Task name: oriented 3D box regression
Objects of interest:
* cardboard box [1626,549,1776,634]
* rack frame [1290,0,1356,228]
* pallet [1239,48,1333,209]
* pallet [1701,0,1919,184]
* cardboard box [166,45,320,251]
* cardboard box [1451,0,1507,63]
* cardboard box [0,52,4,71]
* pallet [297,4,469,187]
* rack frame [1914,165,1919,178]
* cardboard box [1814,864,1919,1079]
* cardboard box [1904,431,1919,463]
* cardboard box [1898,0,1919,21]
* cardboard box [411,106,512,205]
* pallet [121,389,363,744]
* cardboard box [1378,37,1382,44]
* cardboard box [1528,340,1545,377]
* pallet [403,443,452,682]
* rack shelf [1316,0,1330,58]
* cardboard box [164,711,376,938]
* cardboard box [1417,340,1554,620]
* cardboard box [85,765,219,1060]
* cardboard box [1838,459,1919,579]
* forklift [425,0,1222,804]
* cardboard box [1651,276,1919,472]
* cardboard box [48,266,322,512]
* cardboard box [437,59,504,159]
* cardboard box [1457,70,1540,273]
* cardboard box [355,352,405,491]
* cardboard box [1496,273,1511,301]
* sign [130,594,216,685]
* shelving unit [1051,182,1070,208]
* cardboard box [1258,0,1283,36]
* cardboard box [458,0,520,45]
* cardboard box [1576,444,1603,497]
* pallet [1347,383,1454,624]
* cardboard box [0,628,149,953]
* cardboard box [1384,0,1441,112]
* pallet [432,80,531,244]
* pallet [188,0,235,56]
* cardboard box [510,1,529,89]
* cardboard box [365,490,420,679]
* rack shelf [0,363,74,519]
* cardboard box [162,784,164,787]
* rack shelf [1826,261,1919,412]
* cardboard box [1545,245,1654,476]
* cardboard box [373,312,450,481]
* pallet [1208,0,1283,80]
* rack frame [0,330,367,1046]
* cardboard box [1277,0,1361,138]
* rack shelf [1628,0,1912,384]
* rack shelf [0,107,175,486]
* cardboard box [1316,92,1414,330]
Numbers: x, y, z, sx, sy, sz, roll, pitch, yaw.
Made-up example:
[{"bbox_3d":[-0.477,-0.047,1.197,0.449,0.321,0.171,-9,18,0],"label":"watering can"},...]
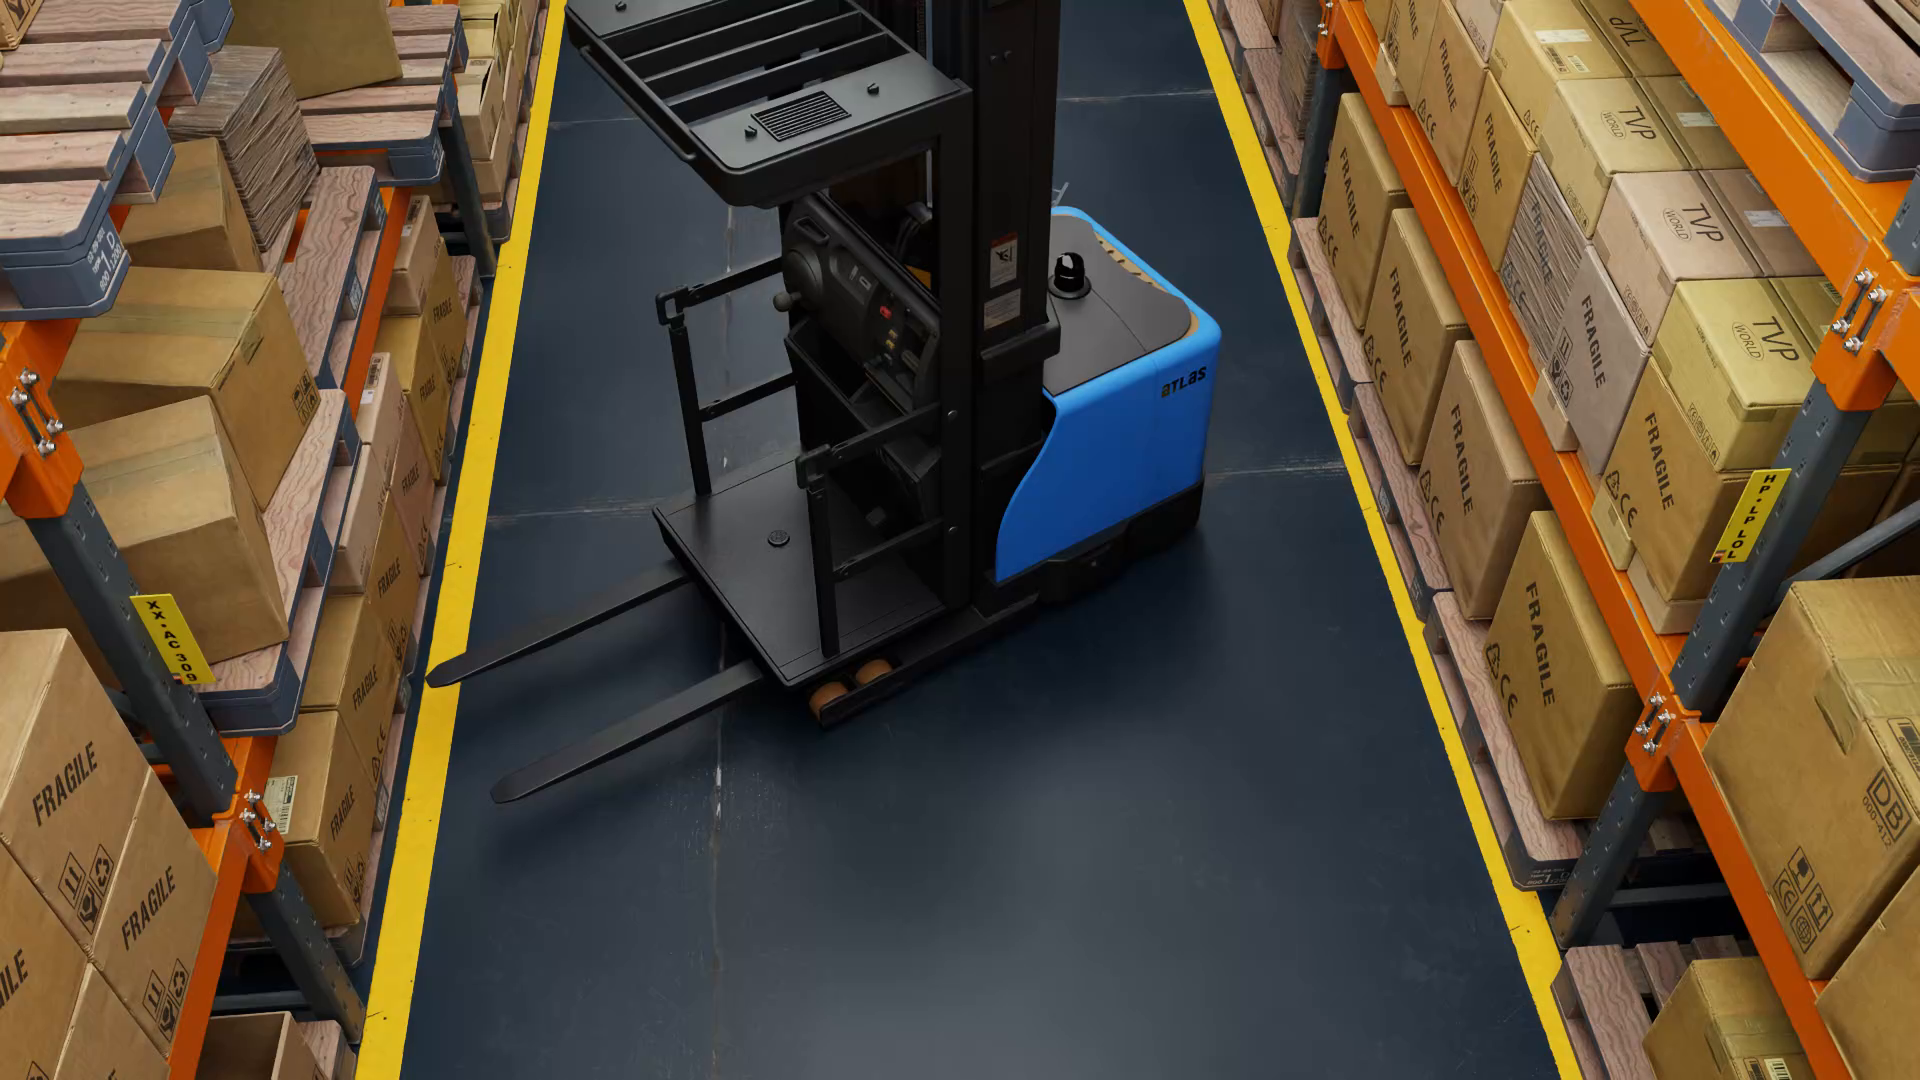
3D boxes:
[{"bbox_3d":[2.194,0.127,4.860,0.380,0.149,0.250,-3,47,-3],"label":"cardboard box"},{"bbox_3d":[2.170,-2.620,7.301,1.000,3.000,0.127,-3,47,-3],"label":"rack frame"},{"bbox_3d":[2.106,-2.226,8.849,1.003,0.211,1.213,-3,47,-3],"label":"pallet"},{"bbox_3d":[2.379,-1.352,4.166,0.805,0.209,1.217,-5,47,-5],"label":"pallet"},{"bbox_3d":[-2.715,-1.372,5.762,0.700,0.500,0.500,4,47,4],"label":"cardboard box"},{"bbox_3d":[2.042,-1.927,5.841,0.500,0.250,0.500,-3,47,-3],"label":"cardboard box"},{"bbox_3d":[-2.400,-1.035,3.308,0.600,0.600,0.600,-8,47,-7],"label":"cardboard box"},{"bbox_3d":[-2.640,-1.764,6.623,1.213,0.211,1.003,-3,47,-3],"label":"pallet"},{"bbox_3d":[2.505,-1.788,2.382,1.000,3.000,0.127,-3,47,-3],"label":"rack frame"},{"bbox_3d":[2.589,1.093,3.579,0.980,0.700,0.700,-5,47,-4],"label":"cardboard box"},{"bbox_3d":[2.726,-0.476,4.467,0.500,0.250,0.500,-2,47,-2],"label":"cardboard box"},{"bbox_3d":[2.540,-1.586,3.885,0.700,0.500,0.500,-6,47,-5],"label":"cardboard box"},{"bbox_3d":[-2.517,-1.911,8.235,0.500,0.250,0.500,-4,47,-3],"label":"cardboard box"},{"bbox_3d":[-2.389,0.059,4.896,1.003,0.211,1.213,-3,47,-3],"label":"pallet"},{"bbox_3d":[1.979,-2.105,6.973,0.380,0.149,0.250,-3,47,-3],"label":"cardboard box"},{"bbox_3d":[2.138,-0.613,5.561,0.380,0.149,0.250,-3,47,-3],"label":"cardboard box"},{"bbox_3d":[-2.642,0.066,6.678,1.003,0.211,1.213,-3,47,-3],"label":"pallet"},{"bbox_3d":[2.002,-3.819,8.933,1.077,0.370,4.000,-3,47,-3],"label":"rack shelf"},{"bbox_3d":[-2.229,0.922,5.366,0.500,0.500,0.500,-5,47,-5],"label":"cardboard box"},{"bbox_3d":[2.243,-0.236,6.235,0.750,0.750,0.750,-2,47,-2],"label":"cardboard box"},{"bbox_3d":[-2.134,0.890,3.909,0.500,0.500,0.500,-3,47,-3],"label":"cardboard box"},{"bbox_3d":[2.717,-0.217,4.739,0.500,0.500,0.500,-5,47,-5],"label":"cardboard box"},{"bbox_3d":[-0.520,-0.757,5.585,3.031,2.935,1.130,-26,52,-22],"label":"forklift"},{"bbox_3d":[2.211,-0.449,4.442,0.500,0.250,0.500,-2,47,-2],"label":"cardboard box"},{"bbox_3d":[-2.369,-0.451,4.889,0.700,0.500,0.500,3,47,3],"label":"cardboard box"},{"bbox_3d":[-2.517,-2.104,8.032,0.500,0.311,0.500,-2,47,-2],"label":"cardboard box"},{"bbox_3d":[2.082,-1.281,5.747,0.500,0.500,0.500,-2,47,-2],"label":"cardboard box"},{"bbox_3d":[-2.355,-0.423,6.123,0.500,0.250,0.500,-4,47,-4],"label":"cardboard box"},{"bbox_3d":[2.121,-0.988,5.916,0.380,0.149,0.250,-2,47,-2],"label":"cardboard box"},{"bbox_3d":[-1.891,0.242,3.995,0.100,0.325,0.005,-3,47,-3],"label":"sign"},{"bbox_3d":[0.231,-1.341,8.023,0.258,0.189,1.200,15,48,14],"label":"shelving unit"},{"bbox_3d":[2.060,-3.167,9.238,0.700,0.500,0.500,-4,47,-4],"label":"cardboard box"},{"bbox_3d":[-2.610,-2.853,8.741,0.500,0.311,0.500,-5,47,-4],"label":"cardboard box"},{"bbox_3d":[2.173,-0.245,5.212,0.380,0.149,0.250,-2,47,-2],"label":"cardboard box"},{"bbox_3d":[2.260,-0.205,6.935,1.003,0.211,1.213,-3,47,-3],"label":"pallet"},{"bbox_3d":[-2.131,0.550,3.542,0.500,0.500,0.500,-3,47,-3],"label":"cardboard box"},{"bbox_3d":[1.990,-2.017,6.443,0.500,0.500,0.500,-2,47,-2],"label":"cardboard box"},{"bbox_3d":[-2.796,-1.955,8.593,1.003,0.211,1.213,-3,47,-3],"label":"pallet"},{"bbox_3d":[-2.506,-1.615,4.413,1.213,0.211,1.003,-3,47,-3],"label":"pallet"},{"bbox_3d":[-2.610,-2.651,8.936,0.500,0.250,0.500,-5,47,-4],"label":"cardboard box"},{"bbox_3d":[-2.319,0.174,6.074,0.500,0.500,0.500,-3,47,-3],"label":"cardboard box"},{"bbox_3d":[-2.264,1.241,2.075,1.077,0.370,4.000,-3,47,-3],"label":"rack shelf"},{"bbox_3d":[-2.758,0.947,5.342,0.500,0.500,0.500,-4,47,-4],"label":"cardboard box"},{"bbox_3d":[2.672,0.937,2.362,1.077,0.370,4.000,-3,47,-3],"label":"rack shelf"},{"bbox_3d":[2.162,-0.556,5.060,0.500,0.500,0.500,-3,47,-3],"label":"cardboard box"},{"bbox_3d":[-2.411,-0.571,6.780,0.500,0.500,0.500,-5,47,-5],"label":"cardboard box"},{"bbox_3d":[2.007,-3.107,9.684,1.003,0.211,1.213,-3,47,-3],"label":"pallet"},{"bbox_3d":[-2.431,0.578,4.273,1.000,3.000,0.127,-3,47,-3],"label":"rack frame"},{"bbox_3d":[2.058,-2.429,8.540,0.700,0.500,0.500,-3,47,-3],"label":"cardboard box"},{"bbox_3d":[2.337,-1.957,5.103,1.077,0.370,4.000,-3,47,-3],"label":"rack shelf"},{"bbox_3d":[-2.599,-1.653,4.815,1.077,0.370,4.000,-3,47,-3],"label":"rack shelf"},{"bbox_3d":[2.101,-1.485,7.418,0.750,0.750,0.750,-4,47,-4],"label":"cardboard box"}]
